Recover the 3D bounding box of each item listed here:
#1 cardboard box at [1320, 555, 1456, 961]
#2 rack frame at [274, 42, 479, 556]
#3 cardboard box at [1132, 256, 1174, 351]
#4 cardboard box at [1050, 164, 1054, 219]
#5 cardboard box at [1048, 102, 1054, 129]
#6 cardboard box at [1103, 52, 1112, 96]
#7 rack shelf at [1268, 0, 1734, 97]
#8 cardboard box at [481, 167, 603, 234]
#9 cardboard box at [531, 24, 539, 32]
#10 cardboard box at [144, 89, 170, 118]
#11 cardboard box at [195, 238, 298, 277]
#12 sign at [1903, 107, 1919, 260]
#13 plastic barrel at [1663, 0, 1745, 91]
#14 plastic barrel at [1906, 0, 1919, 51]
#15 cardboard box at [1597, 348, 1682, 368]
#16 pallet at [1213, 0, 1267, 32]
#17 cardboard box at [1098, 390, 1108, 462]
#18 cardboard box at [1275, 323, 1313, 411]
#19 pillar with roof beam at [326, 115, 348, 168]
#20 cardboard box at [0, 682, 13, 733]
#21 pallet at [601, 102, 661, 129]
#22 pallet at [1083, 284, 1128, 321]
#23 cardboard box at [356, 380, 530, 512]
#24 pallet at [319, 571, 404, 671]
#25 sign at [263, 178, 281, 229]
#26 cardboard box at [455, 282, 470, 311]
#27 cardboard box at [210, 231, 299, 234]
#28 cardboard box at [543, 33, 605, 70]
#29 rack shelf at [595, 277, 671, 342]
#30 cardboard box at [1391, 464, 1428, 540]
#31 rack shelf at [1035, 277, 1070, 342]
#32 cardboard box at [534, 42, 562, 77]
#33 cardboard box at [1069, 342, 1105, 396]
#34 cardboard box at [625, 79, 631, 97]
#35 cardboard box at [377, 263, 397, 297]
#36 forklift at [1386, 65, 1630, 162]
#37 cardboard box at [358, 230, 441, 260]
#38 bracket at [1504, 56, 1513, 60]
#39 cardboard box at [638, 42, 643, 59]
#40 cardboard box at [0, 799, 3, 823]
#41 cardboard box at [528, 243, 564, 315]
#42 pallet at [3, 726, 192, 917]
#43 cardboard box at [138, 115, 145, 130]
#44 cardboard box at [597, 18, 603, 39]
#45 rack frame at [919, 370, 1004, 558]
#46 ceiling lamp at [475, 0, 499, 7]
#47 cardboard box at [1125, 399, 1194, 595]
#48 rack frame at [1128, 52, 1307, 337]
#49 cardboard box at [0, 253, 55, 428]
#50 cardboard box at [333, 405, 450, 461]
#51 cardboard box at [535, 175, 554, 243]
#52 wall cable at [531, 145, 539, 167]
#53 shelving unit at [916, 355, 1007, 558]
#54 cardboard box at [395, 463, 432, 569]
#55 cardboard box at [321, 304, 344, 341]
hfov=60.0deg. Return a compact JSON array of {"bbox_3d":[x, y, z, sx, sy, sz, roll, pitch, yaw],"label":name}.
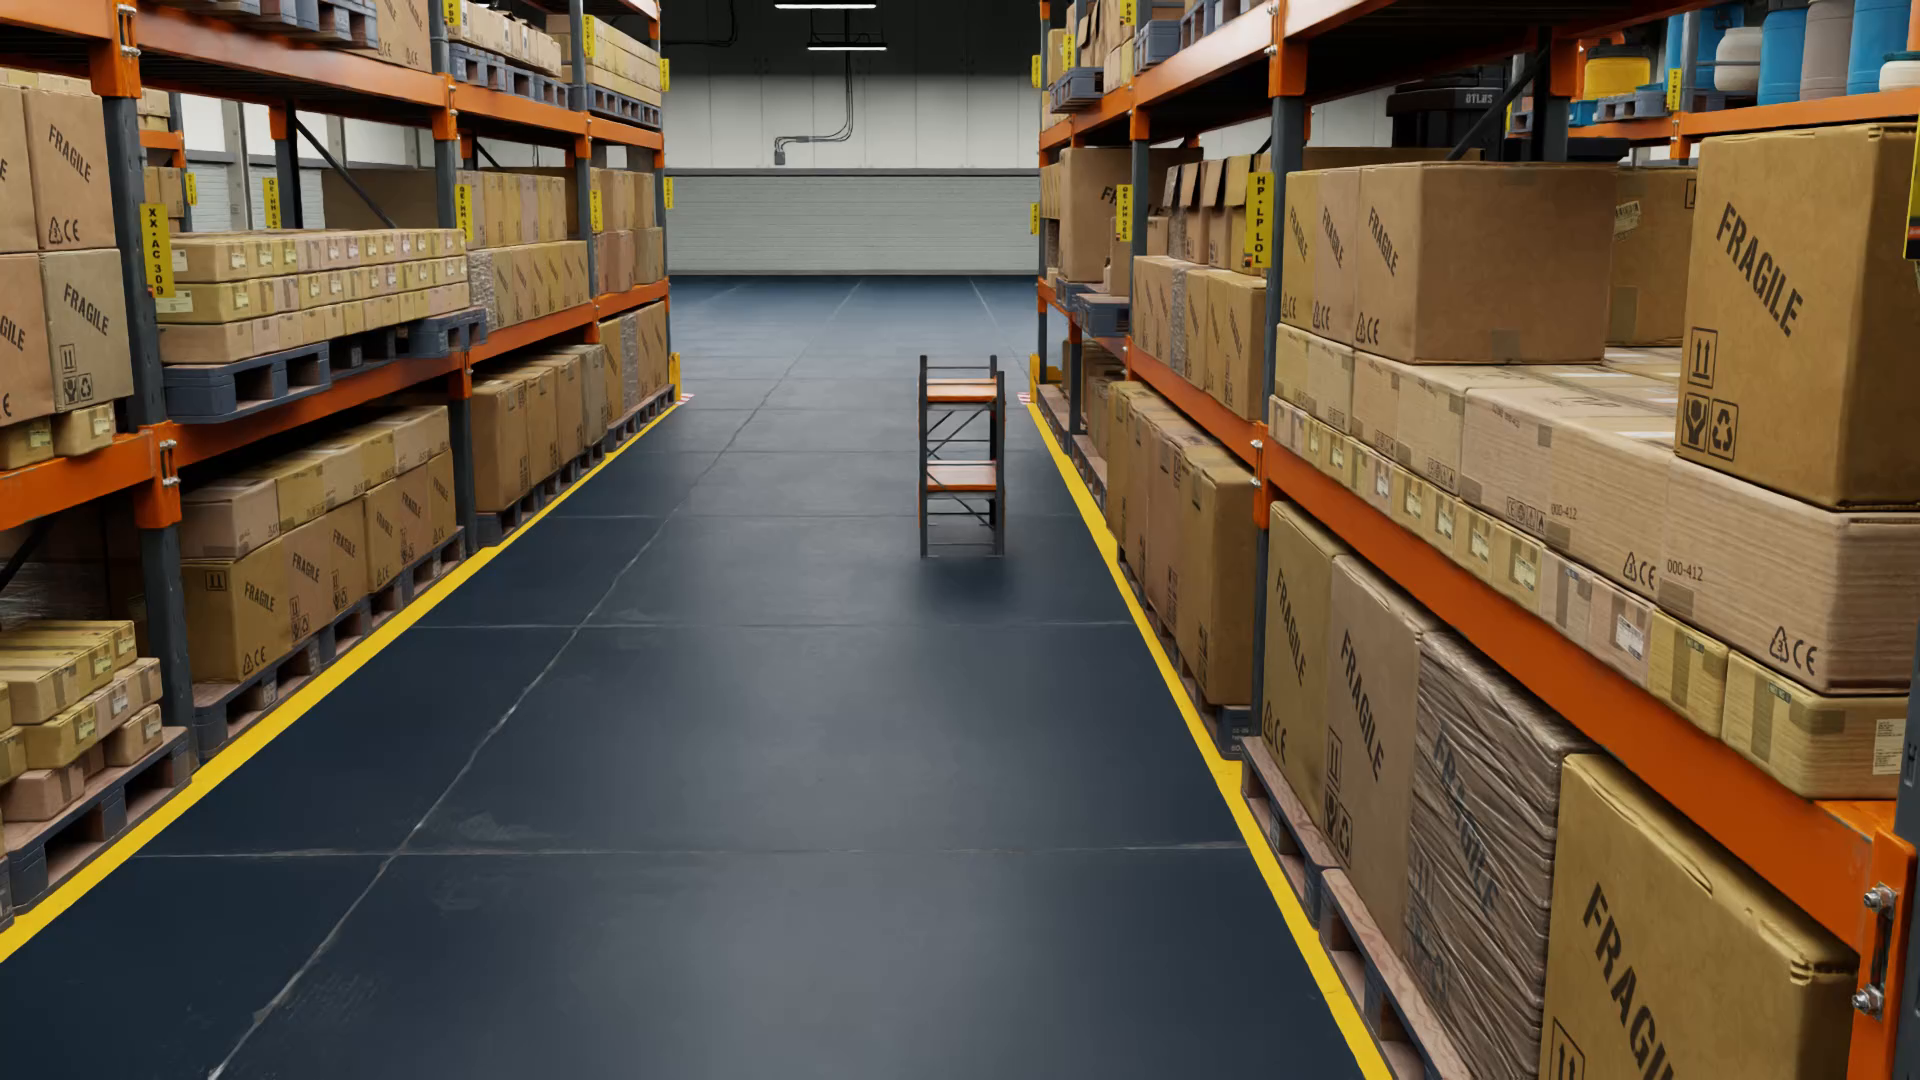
[{"bbox_3d":[1.541,0.556,4.564,0.875,0.875,0.875,0,11,-1],"label":"cardboard box"},{"bbox_3d":[-3.455,-1.385,9.843,1.000,3.000,0.127,0,11,-1],"label":"rack frame"},{"bbox_3d":[1.244,-1.337,9.352,0.500,0.500,0.500,0,11,1],"label":"cardboard box"},{"bbox_3d":[1.111,-3.252,15.530,0.500,0.500,0.500,0,11,-1],"label":"cardboard box"},{"bbox_3d":[1.116,-4.075,15.931,0.500,0.250,0.500,0,11,-1],"label":"cardboard box"},{"bbox_3d":[1.220,-3.074,11.000,0.500,0.250,0.500,0,11,0],"label":"cardboard box"},{"bbox_3d":[1.630,-1.310,3.738,1.077,0.370,4.000,0,11,-1],"label":"rack shelf"},{"bbox_3d":[-3.511,-2.857,14.002,0.875,0.550,0.550,0,11,-1],"label":"cardboard box"},{"bbox_3d":[-3.878,-4.394,14.448,0.380,0.149,0.250,0,11,0],"label":"cardboard box"},{"bbox_3d":[-8.287,-4.377,16.673,0.500,0.250,0.500,0,11,-2],"label":"cardboard box"},{"bbox_3d":[-2.935,-1.151,6.767,0.380,0.149,0.250,0,11,-1],"label":"cardboard box"},{"bbox_3d":[1.129,-0.479,1.870,0.100,0.325,0.005,0,11,-1],"label":"sign"},{"bbox_3d":[6.462,-4.321,14.451,0.600,0.901,0.708,0,11,-1],"label":"plastic barrel"},{"bbox_3d":[6.645,-3.381,11.053,0.600,0.830,0.708,0,11,-1],"label":"plastic barrel"},{"bbox_3d":[1.884,-0.372,4.476,0.500,0.250,0.500,0,11,0],"label":"cardboard box"},{"bbox_3d":[1.521,-2.149,6.543,0.805,0.209,1.217,-1,11,-3],"label":"pallet"},{"bbox_3d":[1.418,-0.843,12.350,0.700,0.500,0.500,-1,12,-6],"label":"cardboard box"},{"bbox_3d":[1.337,-0.568,5.445,0.500,0.250,0.500,0,11,-2],"label":"cardboard box"},{"bbox_3d":[-10.608,-10.500,39.684,9.100,9.000,0.548,0,11,-1],"label":"pillar with roof beam"},{"bbox_3d":[-3.120,0.531,5.013,0.380,0.149,0.250,0,11,1],"label":"cardboard box"},{"bbox_3d":[-3.594,-4.255,16.665,1.003,0.211,1.213,0,11,-1],"label":"pallet"},{"bbox_3d":[1.424,-1.685,11.802,1.003,0.211,1.213,0,11,-1],"label":"pallet"},{"bbox_3d":[-3.377,-0.610,10.623,1.050,0.750,0.750,0,11,-2],"label":"cardboard box"},{"bbox_3d":[-3.418,0.379,8.162,1.003,0.211,1.213,0,11,-1],"label":"pallet"},{"bbox_3d":[-4.010,-1.950,9.713,0.100,0.325,0.005,0,11,-1],"label":"sign"},{"bbox_3d":[-2.985,-1.372,9.352,0.380,0.149,0.250,0,11,0],"label":"cardboard box"},{"bbox_3d":[-3.625,-1.512,8.547,0.380,0.149,0.250,-1,11,-4],"label":"cardboard box"},{"bbox_3d":[-3.268,-4.076,13.882,0.500,0.250,0.500,0,11,-1],"label":"cardboard box"},{"bbox_3d":[-3.579,-2.225,15.793,1.077,0.370,4.000,0,11,-1],"label":"rack shelf"},{"bbox_3d":[1.296,-0.097,4.126,0.380,0.149,0.250,-1,11,-3],"label":"cardboard box"},{"bbox_3d":[1.382,-2.226,15.795,1.077,0.370,4.000,0,11,-1],"label":"rack shelf"},{"bbox_3d":[-3.363,-3.692,12.738,0.500,0.250,0.500,0,11,-1],"label":"cardboard box"},{"bbox_3d":[1.384,-1.714,16.692,0.500,0.500,0.500,3,12,14],"label":"cardboard box"},{"bbox_3d":[-3.237,-4.158,15.291,0.380,0.149,0.250,0,11,0],"label":"cardboard box"},{"bbox_3d":[-2.961,-1.261,8.058,0.380,0.149,0.250,0,11,0],"label":"cardboard box"},{"bbox_3d":[3.652,-1.593,11.040,3.031,2.935,1.130,-2,12,-12],"label":"forklift"},{"bbox_3d":[-2.978,-1.562,8.793,0.380,0.149,0.250,0,11,1],"label":"cardboard box"},{"bbox_3d":[16.045,-14.121,48.477,0.235,0.232,0.430,0,11,-1],"label":"bracket"},{"bbox_3d":[-3.254,-4.701,15.960,0.380,0.149,0.250,0,11,-1],"label":"cardboard box"},{"bbox_3d":[-3.148,0.835,5.013,0.380,0.149,0.250,-1,11,-3],"label":"cardboard box"},{"bbox_3d":[-3.238,-1.926,12.256,0.500,0.500,0.500,0,11,-1],"label":"cardboard box"},{"bbox_3d":[-3.323,0.910,5.543,1.003,0.211,1.213,0,11,-1],"label":"pallet"},{"bbox_3d":[-8.271,-4.110,16.361,0.380,0.149,0.250,0,11,1],"label":"cardboard box"},{"bbox_3d":[-3.212,-4.297,13.972,0.380,0.149,0.250,0,11,-2],"label":"cardboard box"},{"bbox_3d":[0.011,-0.449,9.943,0.500,1.125,0.032,0,11,-1],"label":"rack frame"},{"bbox_3d":[-10.020,-11.977,32.279,2.000,3.185,0.800,0,11,-1],"label":"ceiling lamp"},{"bbox_3d":[1.510,-0.236,8.463,1.225,0.875,0.875,0,11,-1],"label":"cardboard box"},{"bbox_3d":[1.506,-1.386,9.844,1.000,3.000,0.127,0,11,-1],"label":"rack frame"},{"bbox_3d":[-3.070,-0.587,4.907,0.500,0.500,0.500,-1,11,-3],"label":"cardboard box"},{"bbox_3d":[-3.179,-0.599,9.310,0.500,0.250,0.500,-1,11,-2],"label":"cardboard box"},{"bbox_3d":[-3.509,-2.518,12.662,0.700,0.500,0.500,0,11,-2],"label":"cardboard box"},{"bbox_3d":[-13.775,-10.745,48.698,3.097,2.526,0.112,0,11,-1],"label":"wall cable"},{"bbox_3d":[0.000,-0.550,10.441,0.538,1.125,1.048,0,11,-1],"label":"shelving unit"},{"bbox_3d":[-3.173,-0.133,8.901,0.500,0.500,0.500,0,11,1],"label":"cardboard box"},{"bbox_3d":[-2.943,-0.958,7.314,0.380,0.149,0.250,-1,11,-4],"label":"cardboard box"}]
